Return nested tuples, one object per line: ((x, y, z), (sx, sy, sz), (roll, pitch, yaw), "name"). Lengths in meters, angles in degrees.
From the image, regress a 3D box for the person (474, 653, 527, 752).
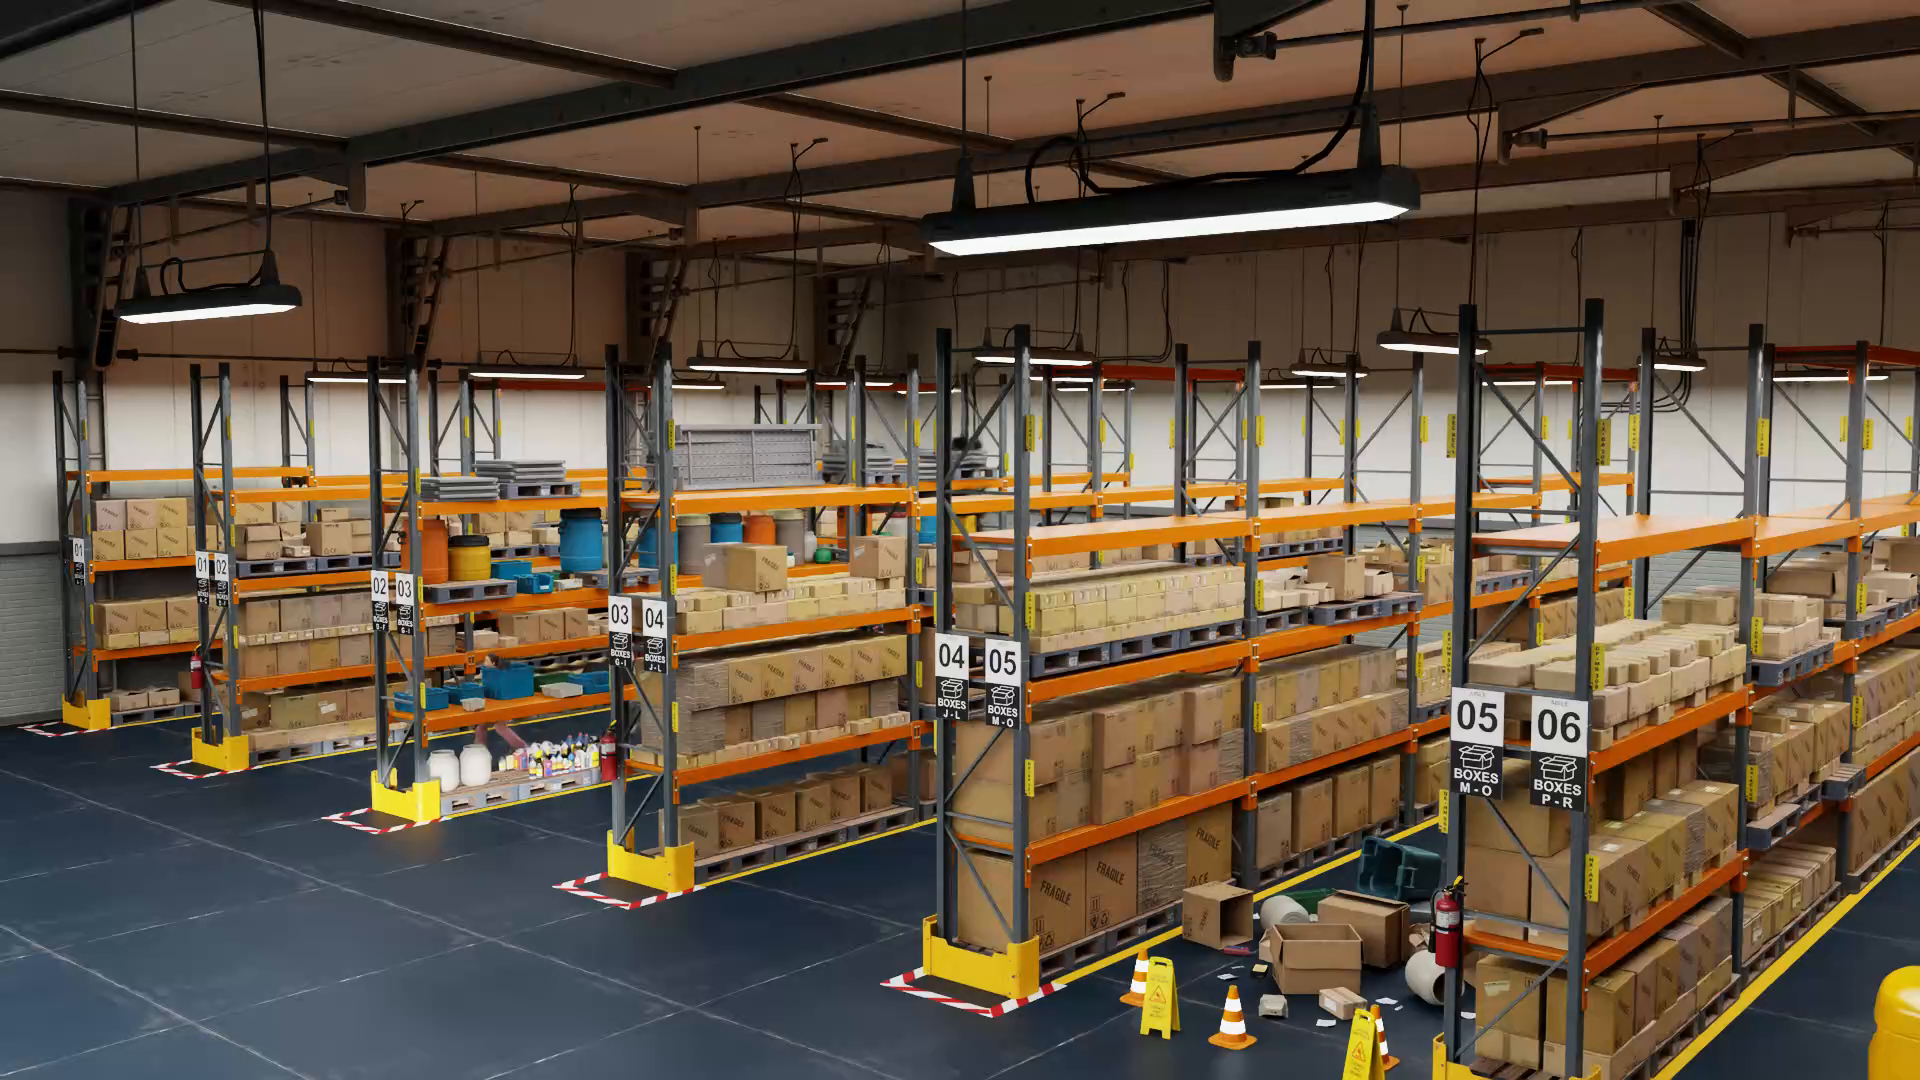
((-6.953, 2.511, 24.807), (0.930, 1.673, 0.574), (-4, 6, -41), "person")

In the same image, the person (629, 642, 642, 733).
((-5.395, 2.315, 27.494), (0.680, 1.742, 0.544), (2, 5, 28), "person")
